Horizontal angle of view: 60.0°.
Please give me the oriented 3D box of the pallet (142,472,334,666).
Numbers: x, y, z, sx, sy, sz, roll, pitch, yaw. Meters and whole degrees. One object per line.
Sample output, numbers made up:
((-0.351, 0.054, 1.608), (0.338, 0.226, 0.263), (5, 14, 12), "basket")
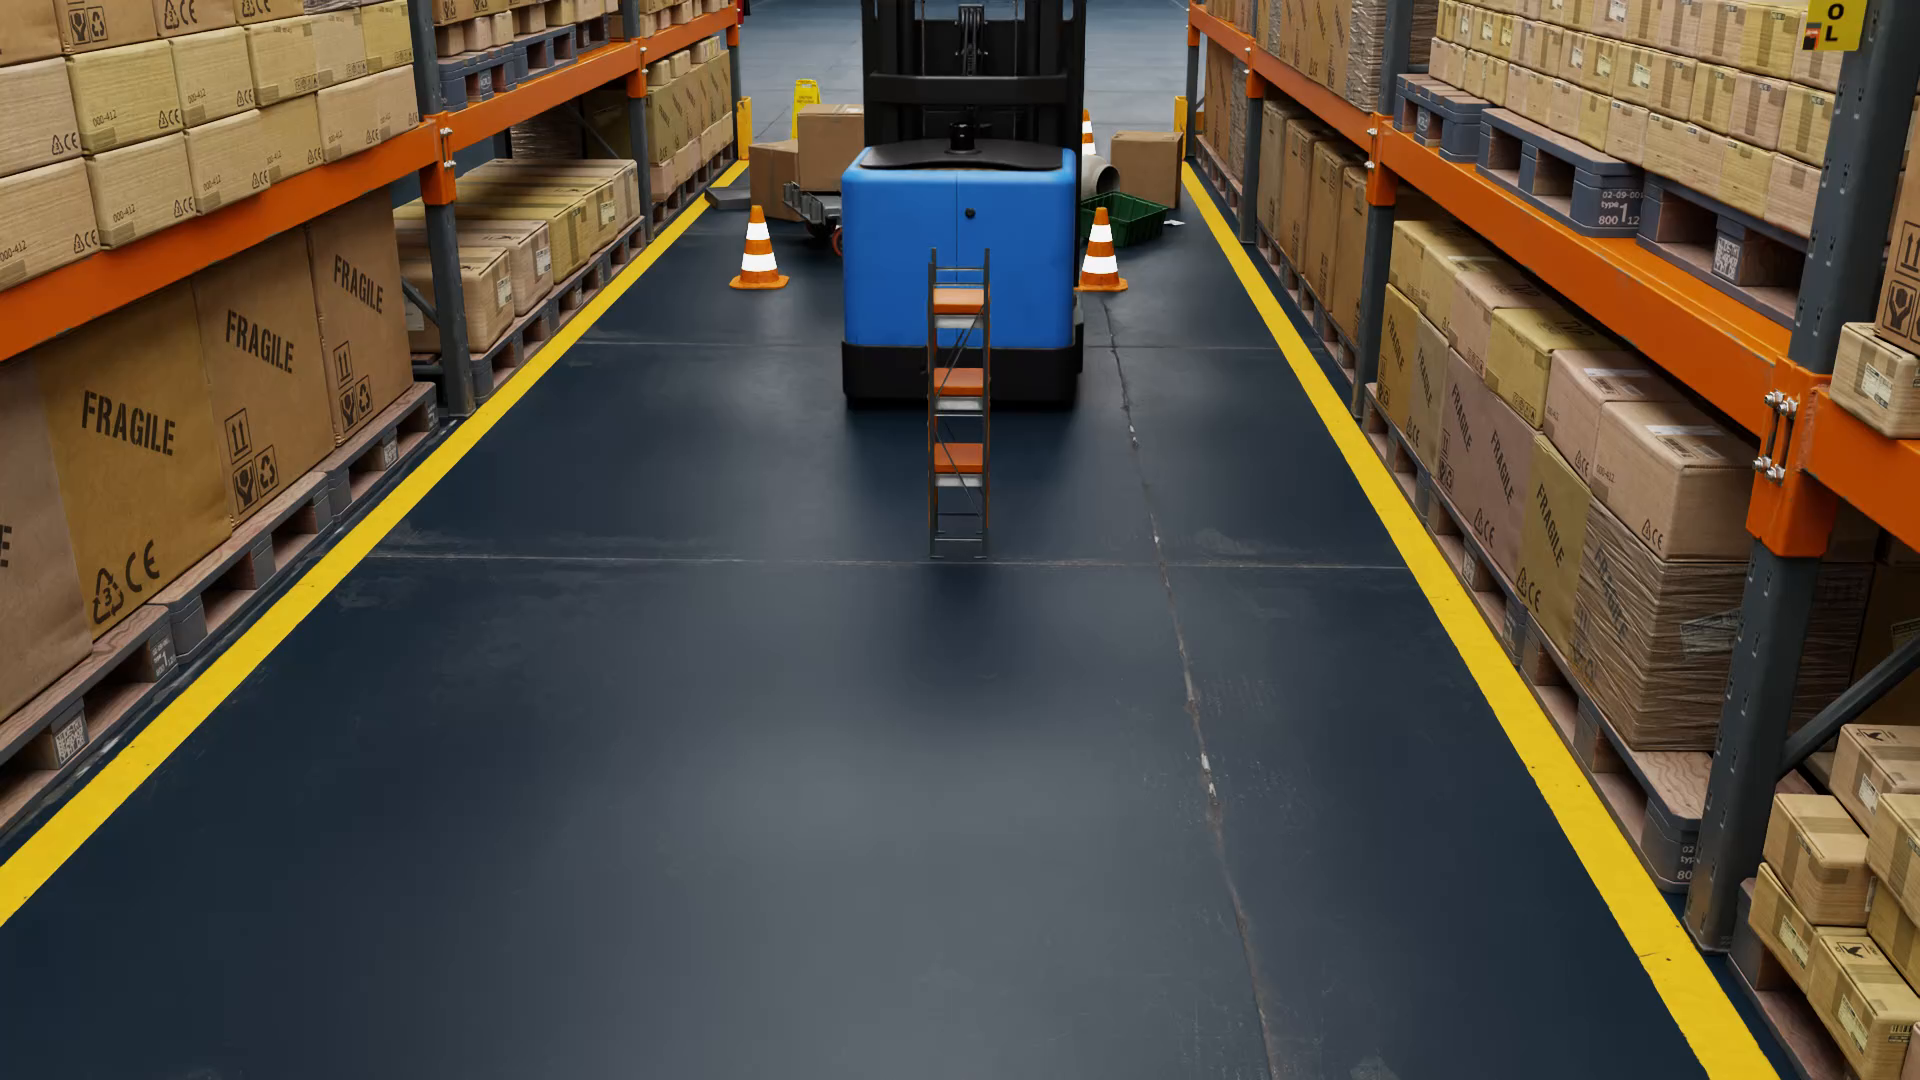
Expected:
((-2.830, 0.061, 5.580), (1.003, 0.211, 1.213), (1, 21, 2), "pallet")

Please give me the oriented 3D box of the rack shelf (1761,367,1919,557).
((2.078, 0.560, 1.434), (1.077, 0.370, 4.000), (1, 21, 2), "rack shelf")

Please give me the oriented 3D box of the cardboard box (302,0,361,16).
((-2.452, -2.100, 5.775), (0.500, 0.500, 0.500), (1, 21, 3), "cardboard box")

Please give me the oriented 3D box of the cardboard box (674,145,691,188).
((-2.276, -2.727, 12.130), (0.500, 0.250, 0.500), (2, 21, 5), "cardboard box")

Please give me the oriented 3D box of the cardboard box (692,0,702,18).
((-2.214, -4.138, 12.893), (0.380, 0.149, 0.250), (0, 21, 1), "cardboard box")

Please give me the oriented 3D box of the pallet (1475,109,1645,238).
((2.241, -1.140, 5.084), (1.003, 0.211, 1.213), (1, 21, 2), "pallet")

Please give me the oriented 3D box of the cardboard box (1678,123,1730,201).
((1.970, -0.907, 3.987), (0.380, 0.149, 0.250), (1, 21, 1), "cardboard box")

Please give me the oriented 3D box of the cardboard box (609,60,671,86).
((-2.217, -3.230, 11.494), (0.380, 0.149, 0.250), (1, 21, 2), "cardboard box")

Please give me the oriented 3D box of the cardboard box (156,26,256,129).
((-2.474, -1.390, 4.980), (0.500, 0.250, 0.500), (0, 21, 0), "cardboard box")

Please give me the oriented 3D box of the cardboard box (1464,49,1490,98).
((2.029, -1.670, 5.952), (0.380, 0.149, 0.250), (2, 21, 4), "cardboard box")

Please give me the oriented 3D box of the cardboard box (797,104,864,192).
((-0.789, -2.588, 10.962), (0.500, 0.500, 0.500), (1, 21, 2), "cardboard box")

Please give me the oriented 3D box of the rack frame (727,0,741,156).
((-2.447, -4.856, 14.396), (1.000, 3.000, 0.127), (1, 21, 2), "rack frame")

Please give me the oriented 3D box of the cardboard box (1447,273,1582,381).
((1.954, -0.716, 5.567), (0.500, 0.250, 0.500), (1, 21, 2), "cardboard box")

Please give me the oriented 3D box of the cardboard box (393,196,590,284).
((-2.620, -1.679, 9.262), (0.950, 0.372, 0.625), (1, 21, 3), "cardboard box")

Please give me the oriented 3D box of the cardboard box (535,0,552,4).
((-2.404, -3.066, 8.653), (0.500, 0.500, 0.500), (0, 21, 0), "cardboard box")

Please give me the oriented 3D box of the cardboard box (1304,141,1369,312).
((2.392, -1.627, 8.606), (1.050, 0.750, 0.750), (1, 21, 2), "cardboard box")

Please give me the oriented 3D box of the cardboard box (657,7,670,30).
((-2.263, -3.680, 11.714), (0.380, 0.149, 0.250), (1, 21, 3), "cardboard box")

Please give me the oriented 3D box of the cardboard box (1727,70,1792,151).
((1.960, -0.958, 3.706), (0.380, 0.149, 0.250), (1, 21, 2), "cardboard box")

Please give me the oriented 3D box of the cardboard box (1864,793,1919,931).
((1.853, 0.578, 2.930), (0.380, 0.149, 0.250), (2, 21, 4), "cardboard box")

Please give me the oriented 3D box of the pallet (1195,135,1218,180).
((2.557, -3.248, 14.107), (1.003, 0.211, 1.213), (1, 21, 2), "pallet")

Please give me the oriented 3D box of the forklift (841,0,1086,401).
((0.084, -2.476, 8.357), (1.130, 2.935, 3.031), (1, 21, 4), "forklift")

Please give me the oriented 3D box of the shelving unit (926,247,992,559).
((-0.002, -0.470, 5.789), (0.215, 1.050, 0.252), (1, 21, 2), "shelving unit")

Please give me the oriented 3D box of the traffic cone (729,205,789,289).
((-1.207, -1.763, 9.933), (0.336, 0.463, 0.334), (1, 21, 2), "traffic cone")

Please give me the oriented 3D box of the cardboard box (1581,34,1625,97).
((1.990, -1.339, 4.689), (0.380, 0.149, 0.250), (1, 21, 2), "cardboard box")

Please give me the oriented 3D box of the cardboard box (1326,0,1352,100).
((2.022, -2.338, 7.769), (0.500, 0.500, 0.500), (1, 21, 2), "cardboard box")

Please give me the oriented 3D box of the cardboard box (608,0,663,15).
((-2.277, -3.751, 10.999), (0.500, 0.500, 0.500), (1, 21, 1), "cardboard box")

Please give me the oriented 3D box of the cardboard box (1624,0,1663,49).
((1.992, -1.377, 4.374), (0.380, 0.149, 0.250), (0, 21, 0), "cardboard box")

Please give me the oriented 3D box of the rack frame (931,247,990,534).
((0.002, -0.514, 5.903), (0.200, 1.050, 0.008), (1, 21, 2), "rack frame")

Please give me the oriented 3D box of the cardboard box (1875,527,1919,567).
((2.425, -0.143, 4.090), (0.500, 0.250, 0.500), (0, 21, -1), "cardboard box")

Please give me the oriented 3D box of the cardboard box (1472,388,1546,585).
((1.945, -0.171, 5.197), (0.500, 0.500, 0.500), (0, 21, 0), "cardboard box")

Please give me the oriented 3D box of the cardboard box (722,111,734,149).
((-2.204, -3.466, 14.035), (0.500, 0.250, 0.500), (1, 21, 1), "cardboard box")

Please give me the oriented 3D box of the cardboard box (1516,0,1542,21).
((2.020, -1.757, 5.354), (0.380, 0.149, 0.250), (2, 21, 4), "cardboard box")

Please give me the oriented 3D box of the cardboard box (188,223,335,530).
((-2.826, -0.597, 5.778), (0.875, 0.875, 0.875), (1, 21, 2), "cardboard box")

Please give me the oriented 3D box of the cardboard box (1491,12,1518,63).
((2.027, -1.704, 5.630), (0.380, 0.149, 0.250), (1, 21, 2), "cardboard box")

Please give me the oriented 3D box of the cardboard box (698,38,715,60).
((-2.166, -3.905, 13.233), (0.380, 0.149, 0.250), (1, 21, 3), "cardboard box")

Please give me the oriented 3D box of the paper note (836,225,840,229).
((-0.847, -2.198, 11.652), (0.148, 0.019, 0.142), (1, 21, 2), "paper note")

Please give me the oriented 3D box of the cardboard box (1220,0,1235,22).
((2.425, -4.181, 12.450), (0.875, 0.550, 0.500), (1, 21, 2), "cardboard box")

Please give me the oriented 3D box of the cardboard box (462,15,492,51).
((-2.398, -2.357, 7.725), (0.380, 0.149, 0.250), (-1, 21, -2), "cardboard box")

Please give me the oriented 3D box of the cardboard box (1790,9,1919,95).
((1.956, -1.002, 3.409), (0.380, 0.149, 0.250), (2, 21, 4), "cardboard box")

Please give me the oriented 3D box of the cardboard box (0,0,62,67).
((-2.524, -1.370, 3.892), (0.500, 0.500, 0.500), (1, 21, 1), "cardboard box")

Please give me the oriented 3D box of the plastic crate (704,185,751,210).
((-1.701, -2.607, 12.637), (0.402, 0.080, 0.583), (-7, 22, -17), "plastic crate")

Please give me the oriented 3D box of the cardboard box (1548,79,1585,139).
((1.997, -1.291, 4.976), (0.380, 0.149, 0.250), (0, 21, 0), "cardboard box")

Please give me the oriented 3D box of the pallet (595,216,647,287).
((-2.591, -1.828, 10.448), (1.003, 0.211, 1.213), (1, 21, 2), "pallet")

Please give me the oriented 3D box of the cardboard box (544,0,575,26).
((-2.354, -2.930, 9.201), (0.380, 0.149, 0.250), (1, 21, 2), "cardboard box")

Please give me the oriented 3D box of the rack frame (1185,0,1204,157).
((2.504, -4.838, 14.350), (1.000, 3.000, 0.127), (1, 21, 2), "rack frame")

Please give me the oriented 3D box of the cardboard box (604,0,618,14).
((-2.309, -3.299, 10.151), (0.380, 0.149, 0.250), (1, 21, 2), "cardboard box")

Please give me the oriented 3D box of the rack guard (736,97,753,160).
((-2.449, -3.663, 14.778), (1.175, 0.500, 0.348), (1, 21, 2), "rack guard")

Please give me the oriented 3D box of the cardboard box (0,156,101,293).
((-2.521, -0.790, 4.126), (0.500, 0.250, 0.500), (0, 21, 0), "cardboard box")

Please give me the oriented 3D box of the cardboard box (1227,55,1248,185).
((2.495, -3.149, 12.355), (0.875, 0.875, 0.875), (1, 21, 2), "cardboard box")

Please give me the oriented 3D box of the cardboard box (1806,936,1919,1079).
((1.798, 0.859, 3.030), (0.380, 0.149, 0.250), (1, 21, 3), "cardboard box")

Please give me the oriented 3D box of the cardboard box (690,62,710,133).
((-2.246, -3.455, 12.972), (0.500, 0.500, 0.500), (0, 21, 0), "cardboard box")

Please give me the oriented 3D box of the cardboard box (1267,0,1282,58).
((2.082, -3.068, 9.652), (0.500, 0.500, 0.500), (1, 21, 2), "cardboard box")

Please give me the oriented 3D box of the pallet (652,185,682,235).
((-2.584, -2.353, 11.800), (1.003, 0.211, 1.213), (1, 21, 2), "pallet")

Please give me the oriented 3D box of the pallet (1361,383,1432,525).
((2.235, -0.363, 6.672), (1.003, 0.211, 1.213), (1, 21, 2), "pallet")

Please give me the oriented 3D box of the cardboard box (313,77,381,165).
((-2.446, -1.523, 6.014), (0.500, 0.250, 0.500), (1, 21, 3), "cardboard box")
